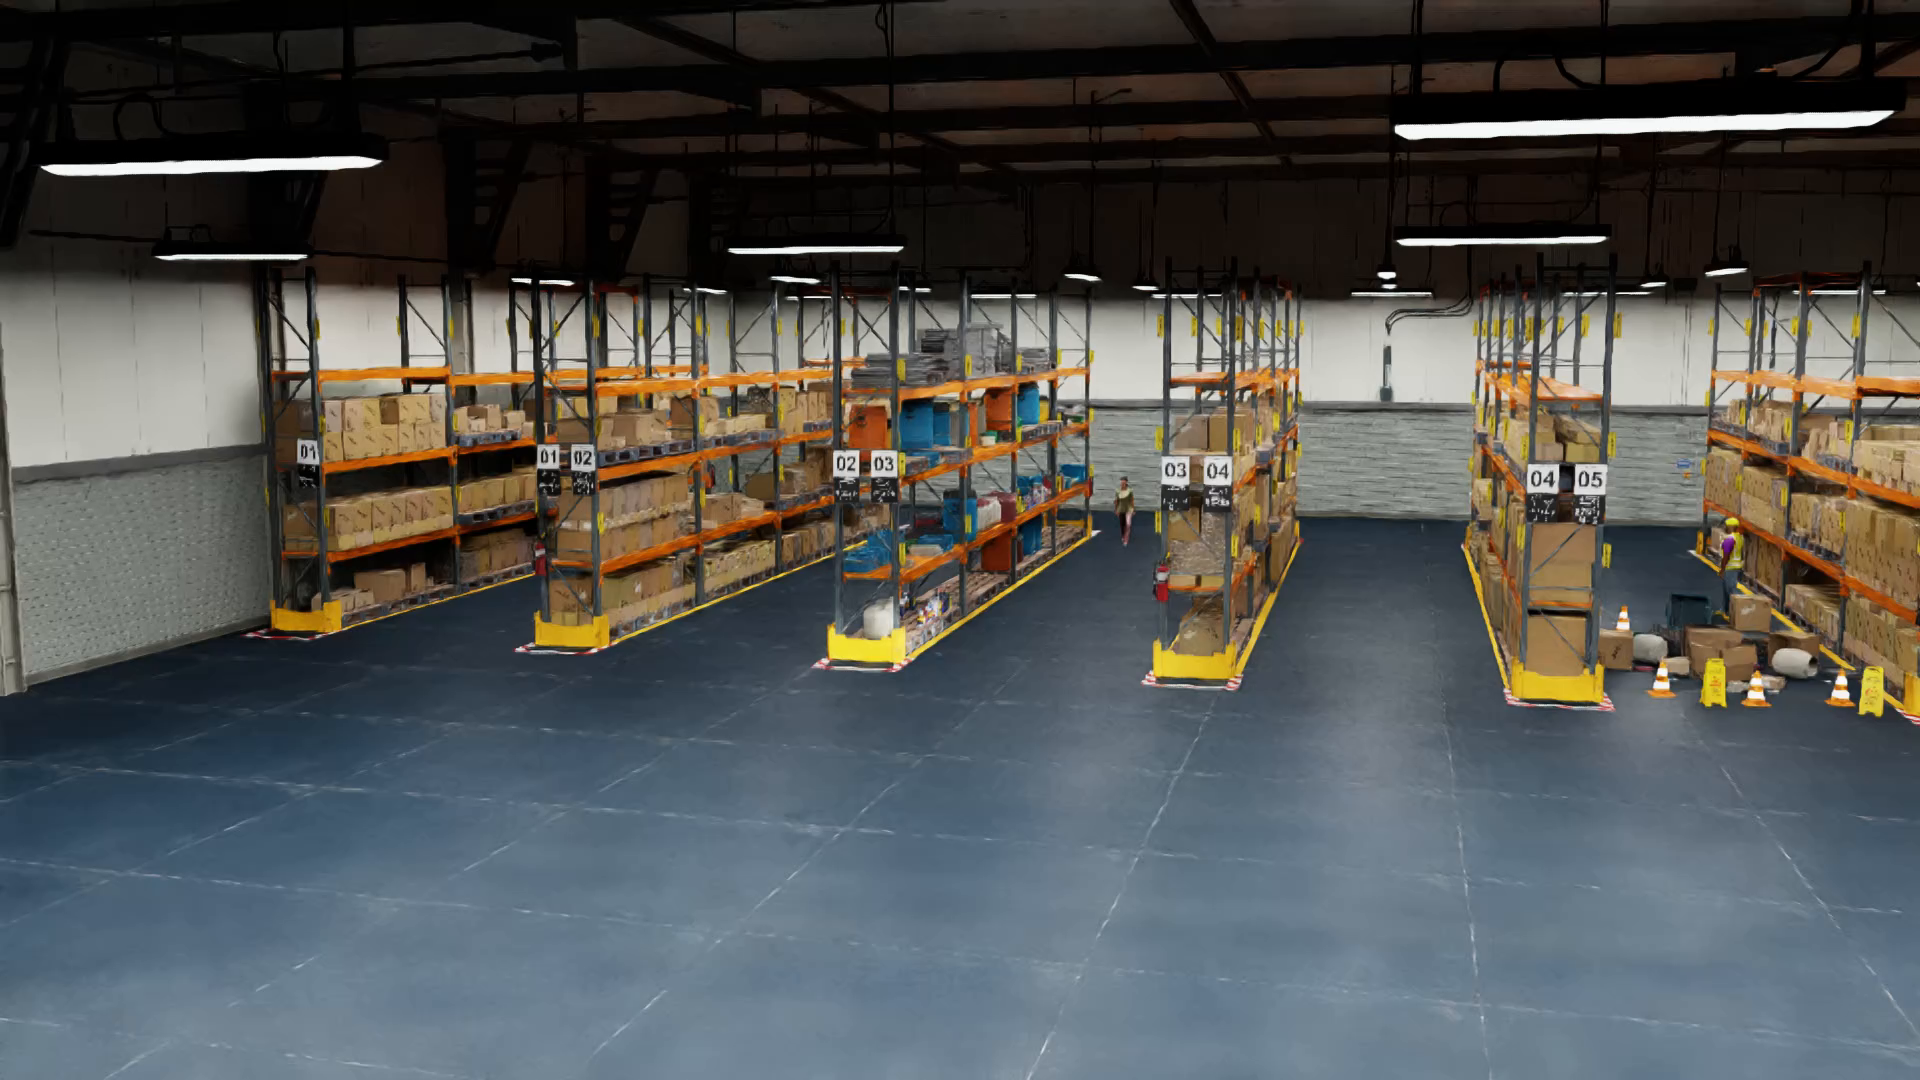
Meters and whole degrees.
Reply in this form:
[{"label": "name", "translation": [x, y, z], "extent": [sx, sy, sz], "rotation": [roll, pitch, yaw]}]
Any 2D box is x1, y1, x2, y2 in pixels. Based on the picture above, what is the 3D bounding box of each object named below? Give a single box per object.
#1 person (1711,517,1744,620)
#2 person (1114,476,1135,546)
[{"label": "person", "translation": [13.262, 0.478, 28.708], "extent": [0.587, 1.763, 0.677], "rotation": [6, 9, 38]}, {"label": "person", "translation": [3.794, -0.688, 38.549], "extent": [0.448, 1.588, 1.110], "rotation": [2, 8, 17]}]
